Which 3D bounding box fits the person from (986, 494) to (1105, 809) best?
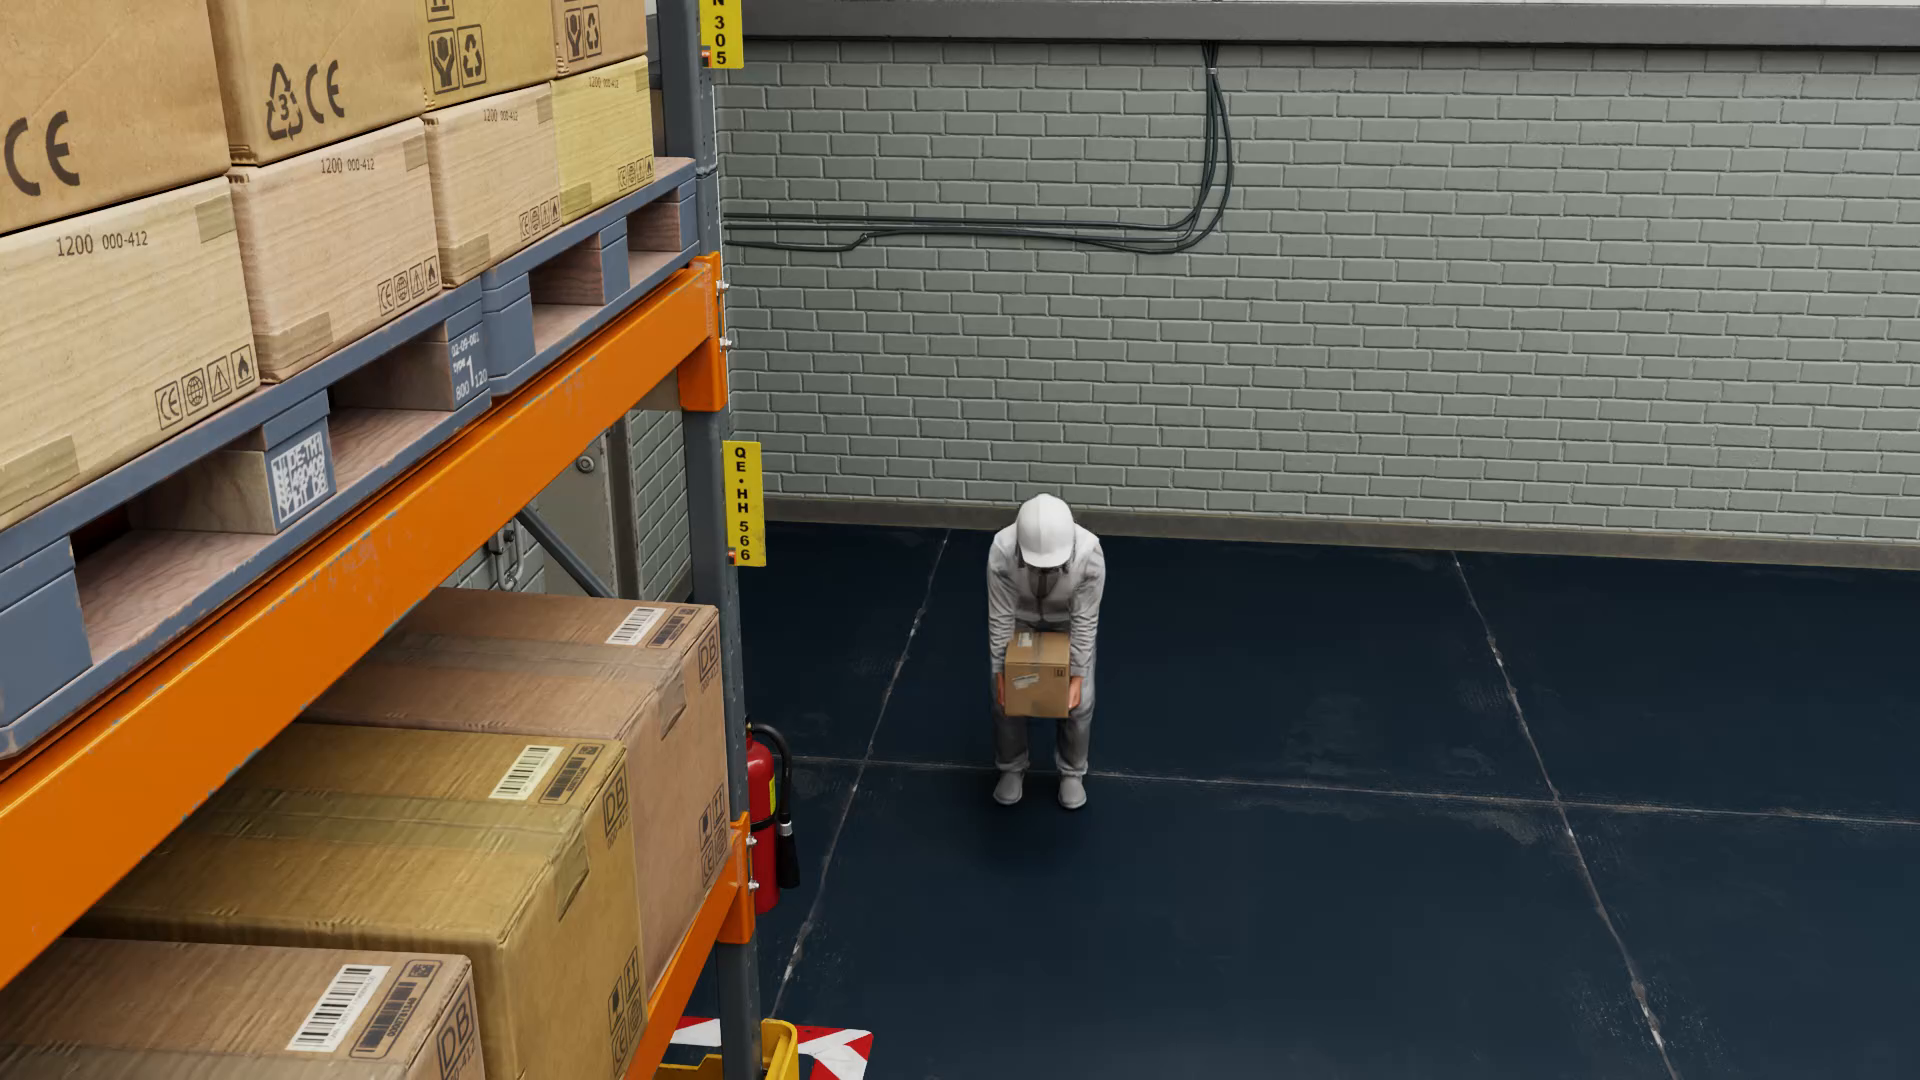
[{"bbox_3d":[0.342,0.443,6.745,0.472,1.525,0.842,2,21,5],"label":"person"}]
